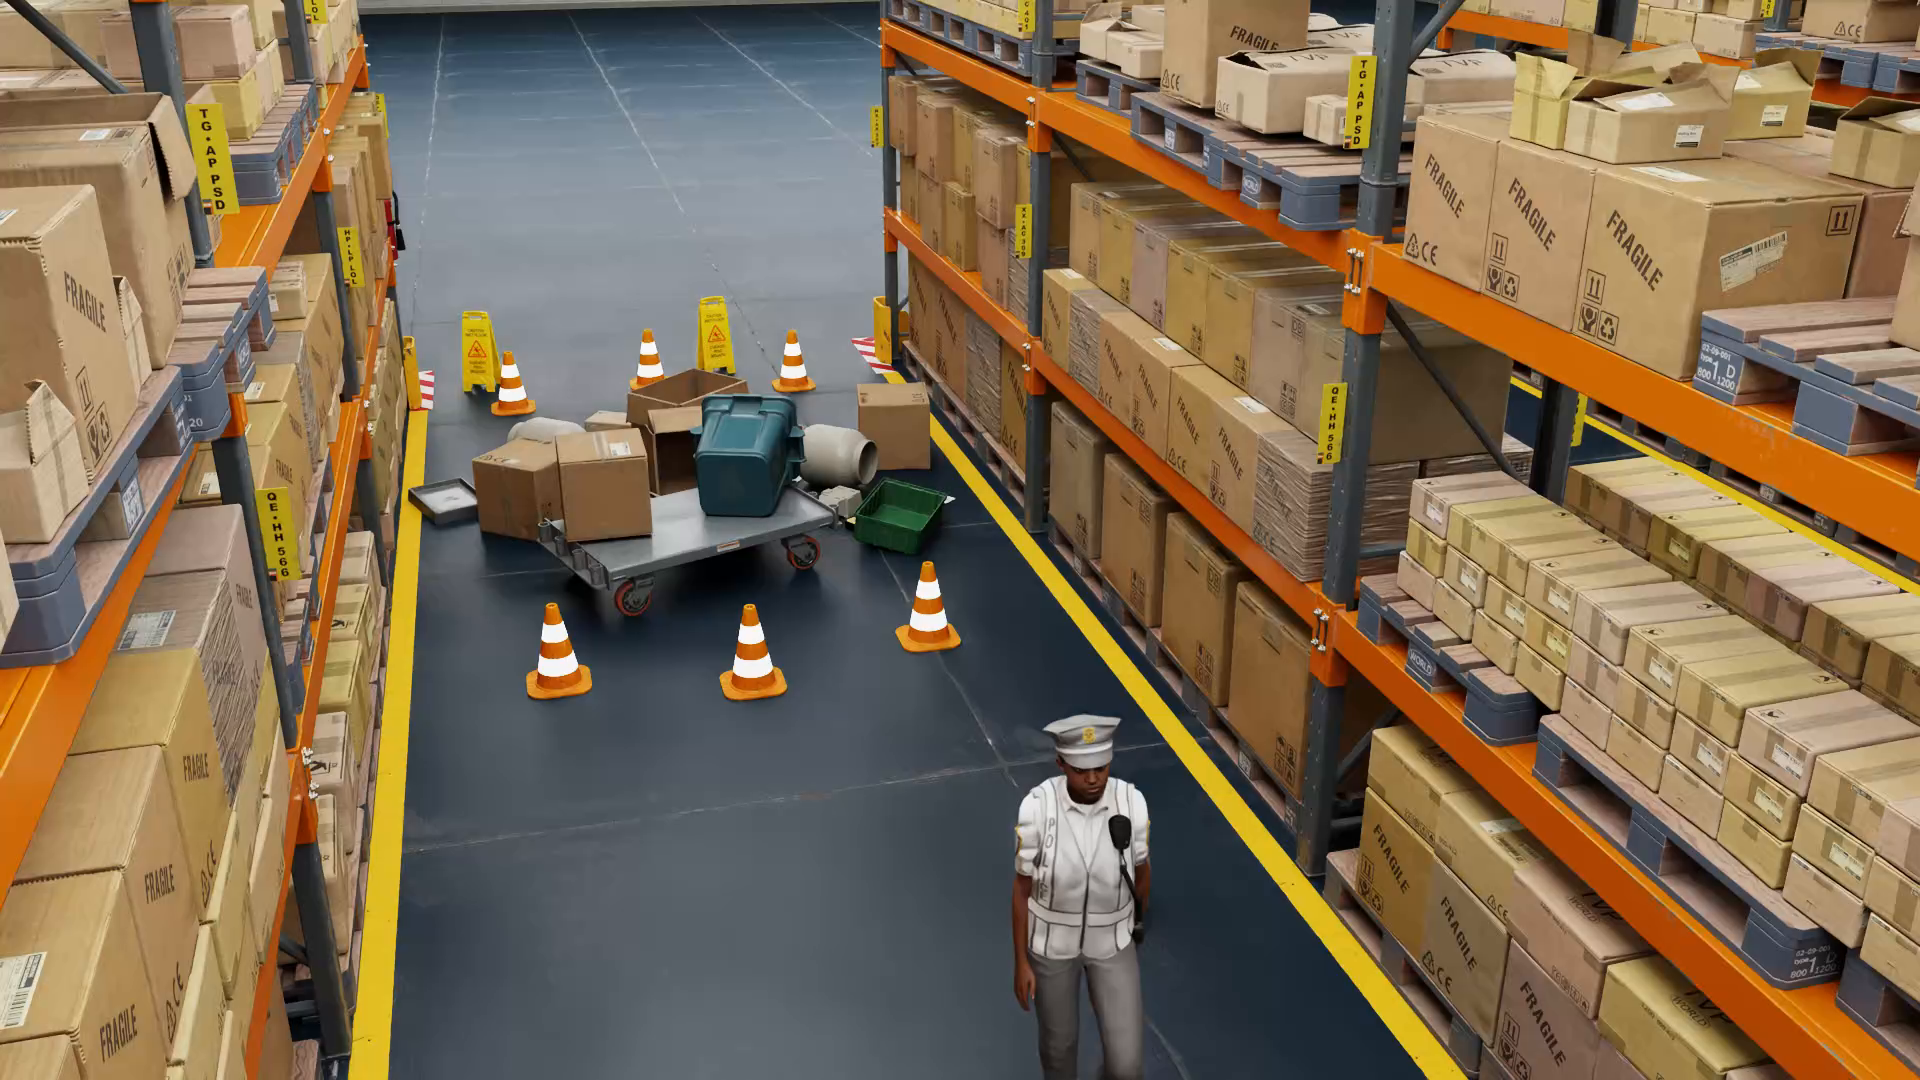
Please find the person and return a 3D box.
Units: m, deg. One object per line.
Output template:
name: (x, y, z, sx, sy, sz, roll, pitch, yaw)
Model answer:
person: (0.393, 1.347, 5.391, 0.456, 1.726, 0.467, 0, 23, 0)
